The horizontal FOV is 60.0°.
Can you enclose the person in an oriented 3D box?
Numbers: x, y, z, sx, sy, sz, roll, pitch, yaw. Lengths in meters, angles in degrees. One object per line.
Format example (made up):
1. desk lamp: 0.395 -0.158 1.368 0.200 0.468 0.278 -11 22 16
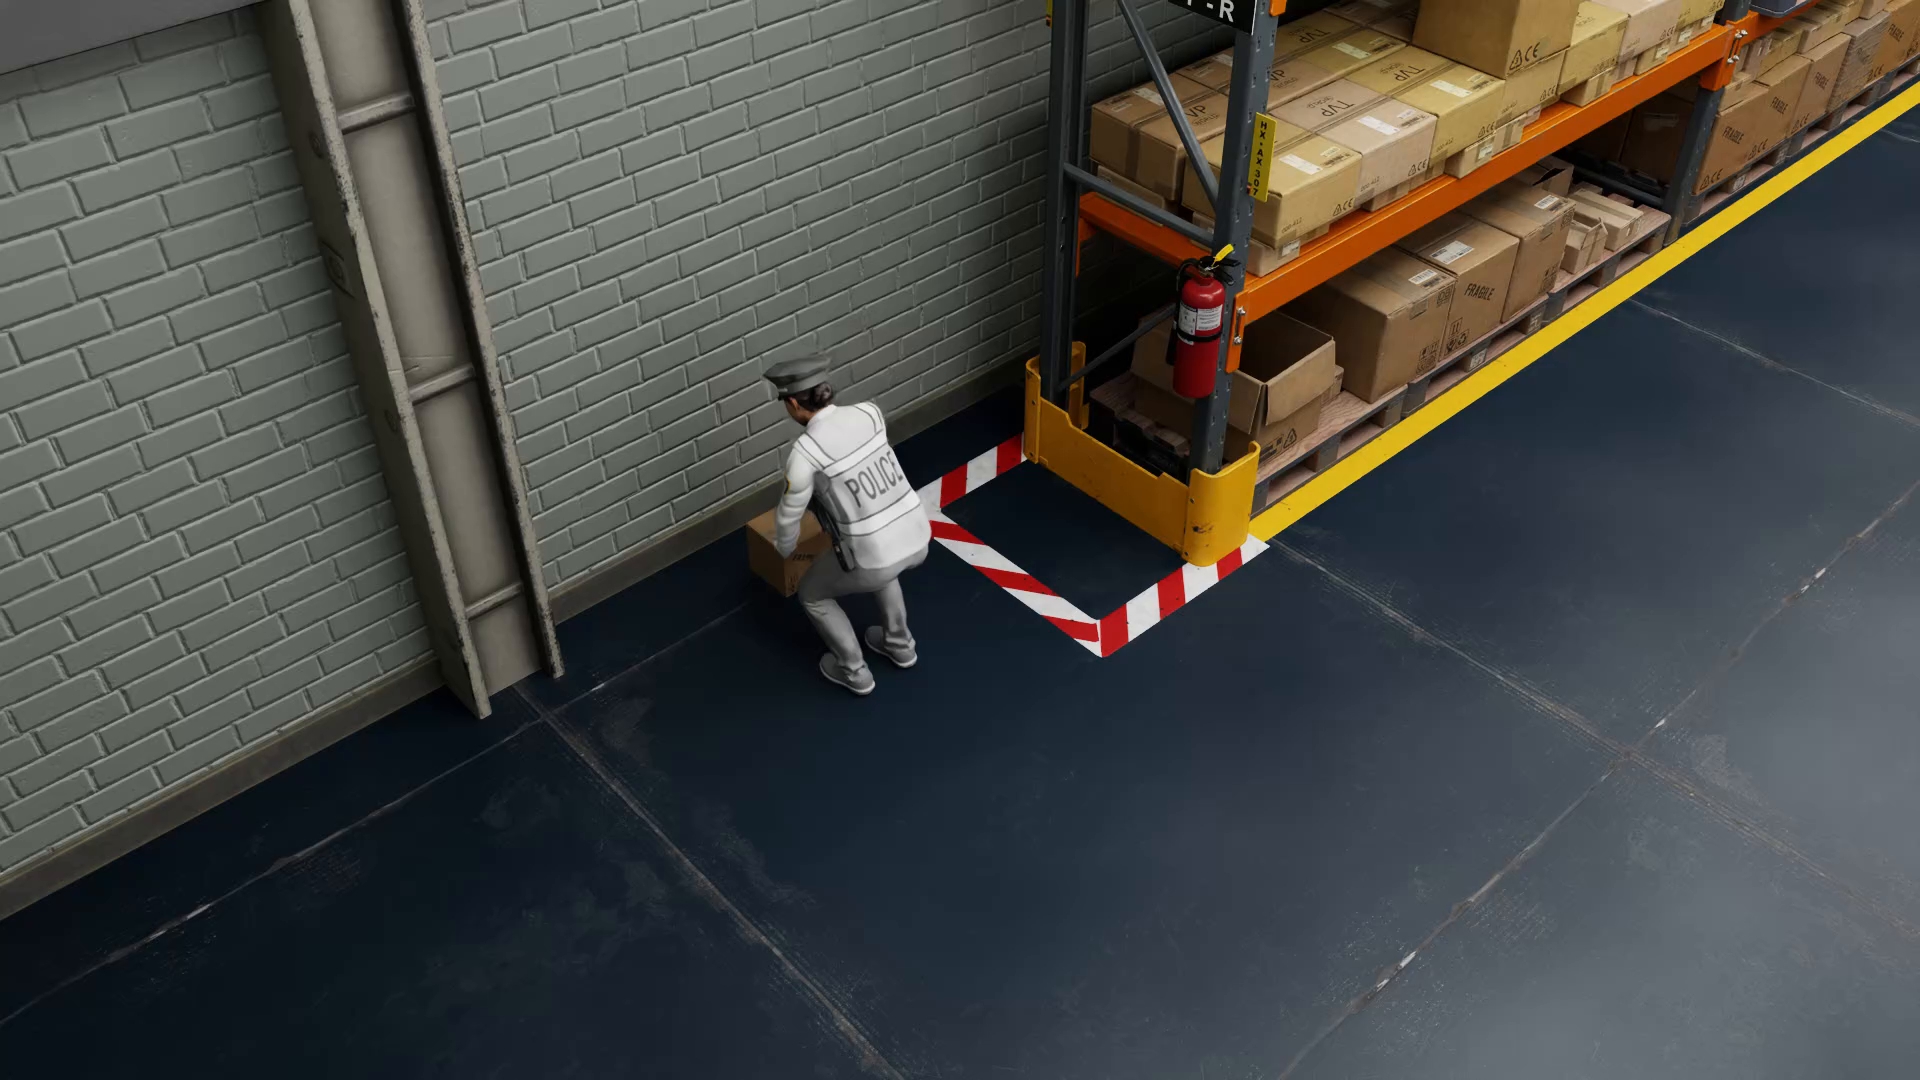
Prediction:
1. person: -0.443 -0.037 6.409 0.535 1.404 0.691 -30 49 -31
